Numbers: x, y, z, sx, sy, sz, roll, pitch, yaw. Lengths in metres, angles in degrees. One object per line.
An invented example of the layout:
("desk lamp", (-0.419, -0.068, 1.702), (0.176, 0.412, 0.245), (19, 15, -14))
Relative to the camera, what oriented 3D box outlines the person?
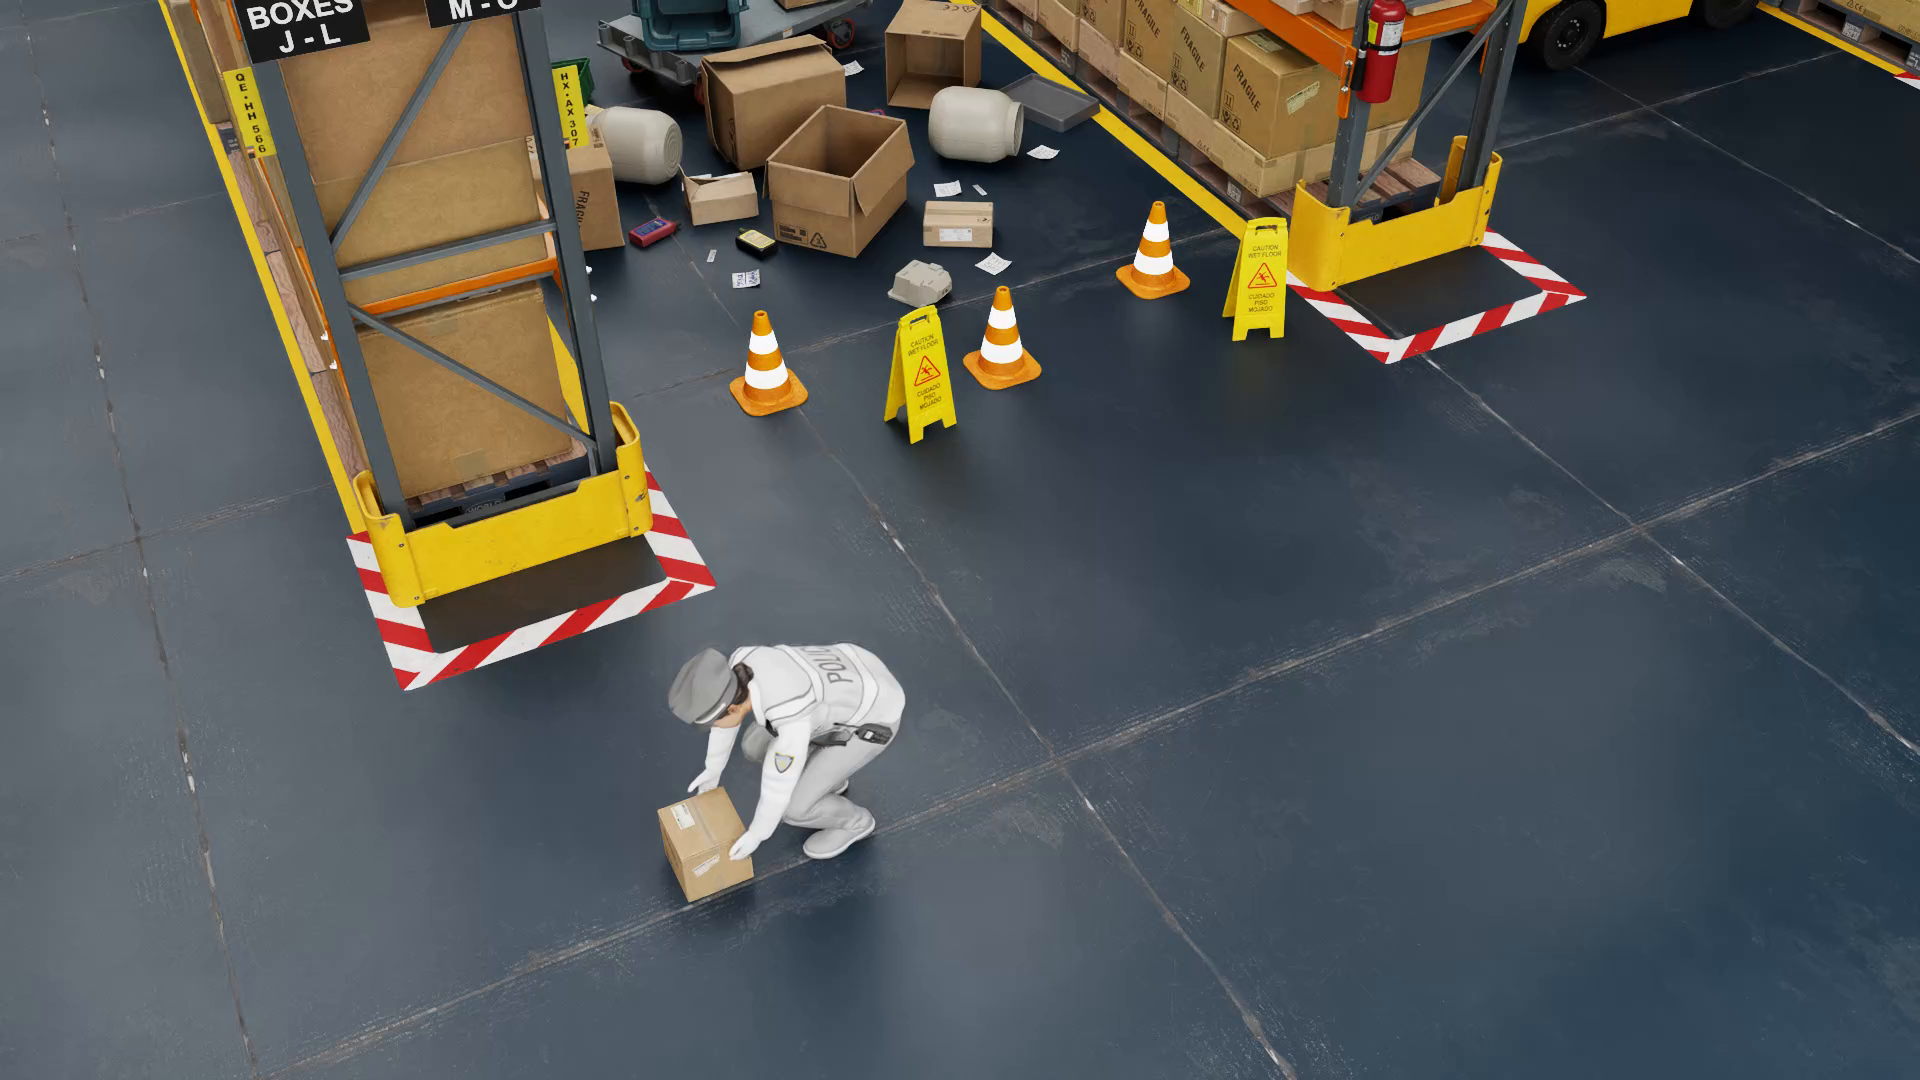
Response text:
("person", (-0.585, 0.707, 5.826), (0.832, 1.051, 0.502), (-19, 45, -20))
